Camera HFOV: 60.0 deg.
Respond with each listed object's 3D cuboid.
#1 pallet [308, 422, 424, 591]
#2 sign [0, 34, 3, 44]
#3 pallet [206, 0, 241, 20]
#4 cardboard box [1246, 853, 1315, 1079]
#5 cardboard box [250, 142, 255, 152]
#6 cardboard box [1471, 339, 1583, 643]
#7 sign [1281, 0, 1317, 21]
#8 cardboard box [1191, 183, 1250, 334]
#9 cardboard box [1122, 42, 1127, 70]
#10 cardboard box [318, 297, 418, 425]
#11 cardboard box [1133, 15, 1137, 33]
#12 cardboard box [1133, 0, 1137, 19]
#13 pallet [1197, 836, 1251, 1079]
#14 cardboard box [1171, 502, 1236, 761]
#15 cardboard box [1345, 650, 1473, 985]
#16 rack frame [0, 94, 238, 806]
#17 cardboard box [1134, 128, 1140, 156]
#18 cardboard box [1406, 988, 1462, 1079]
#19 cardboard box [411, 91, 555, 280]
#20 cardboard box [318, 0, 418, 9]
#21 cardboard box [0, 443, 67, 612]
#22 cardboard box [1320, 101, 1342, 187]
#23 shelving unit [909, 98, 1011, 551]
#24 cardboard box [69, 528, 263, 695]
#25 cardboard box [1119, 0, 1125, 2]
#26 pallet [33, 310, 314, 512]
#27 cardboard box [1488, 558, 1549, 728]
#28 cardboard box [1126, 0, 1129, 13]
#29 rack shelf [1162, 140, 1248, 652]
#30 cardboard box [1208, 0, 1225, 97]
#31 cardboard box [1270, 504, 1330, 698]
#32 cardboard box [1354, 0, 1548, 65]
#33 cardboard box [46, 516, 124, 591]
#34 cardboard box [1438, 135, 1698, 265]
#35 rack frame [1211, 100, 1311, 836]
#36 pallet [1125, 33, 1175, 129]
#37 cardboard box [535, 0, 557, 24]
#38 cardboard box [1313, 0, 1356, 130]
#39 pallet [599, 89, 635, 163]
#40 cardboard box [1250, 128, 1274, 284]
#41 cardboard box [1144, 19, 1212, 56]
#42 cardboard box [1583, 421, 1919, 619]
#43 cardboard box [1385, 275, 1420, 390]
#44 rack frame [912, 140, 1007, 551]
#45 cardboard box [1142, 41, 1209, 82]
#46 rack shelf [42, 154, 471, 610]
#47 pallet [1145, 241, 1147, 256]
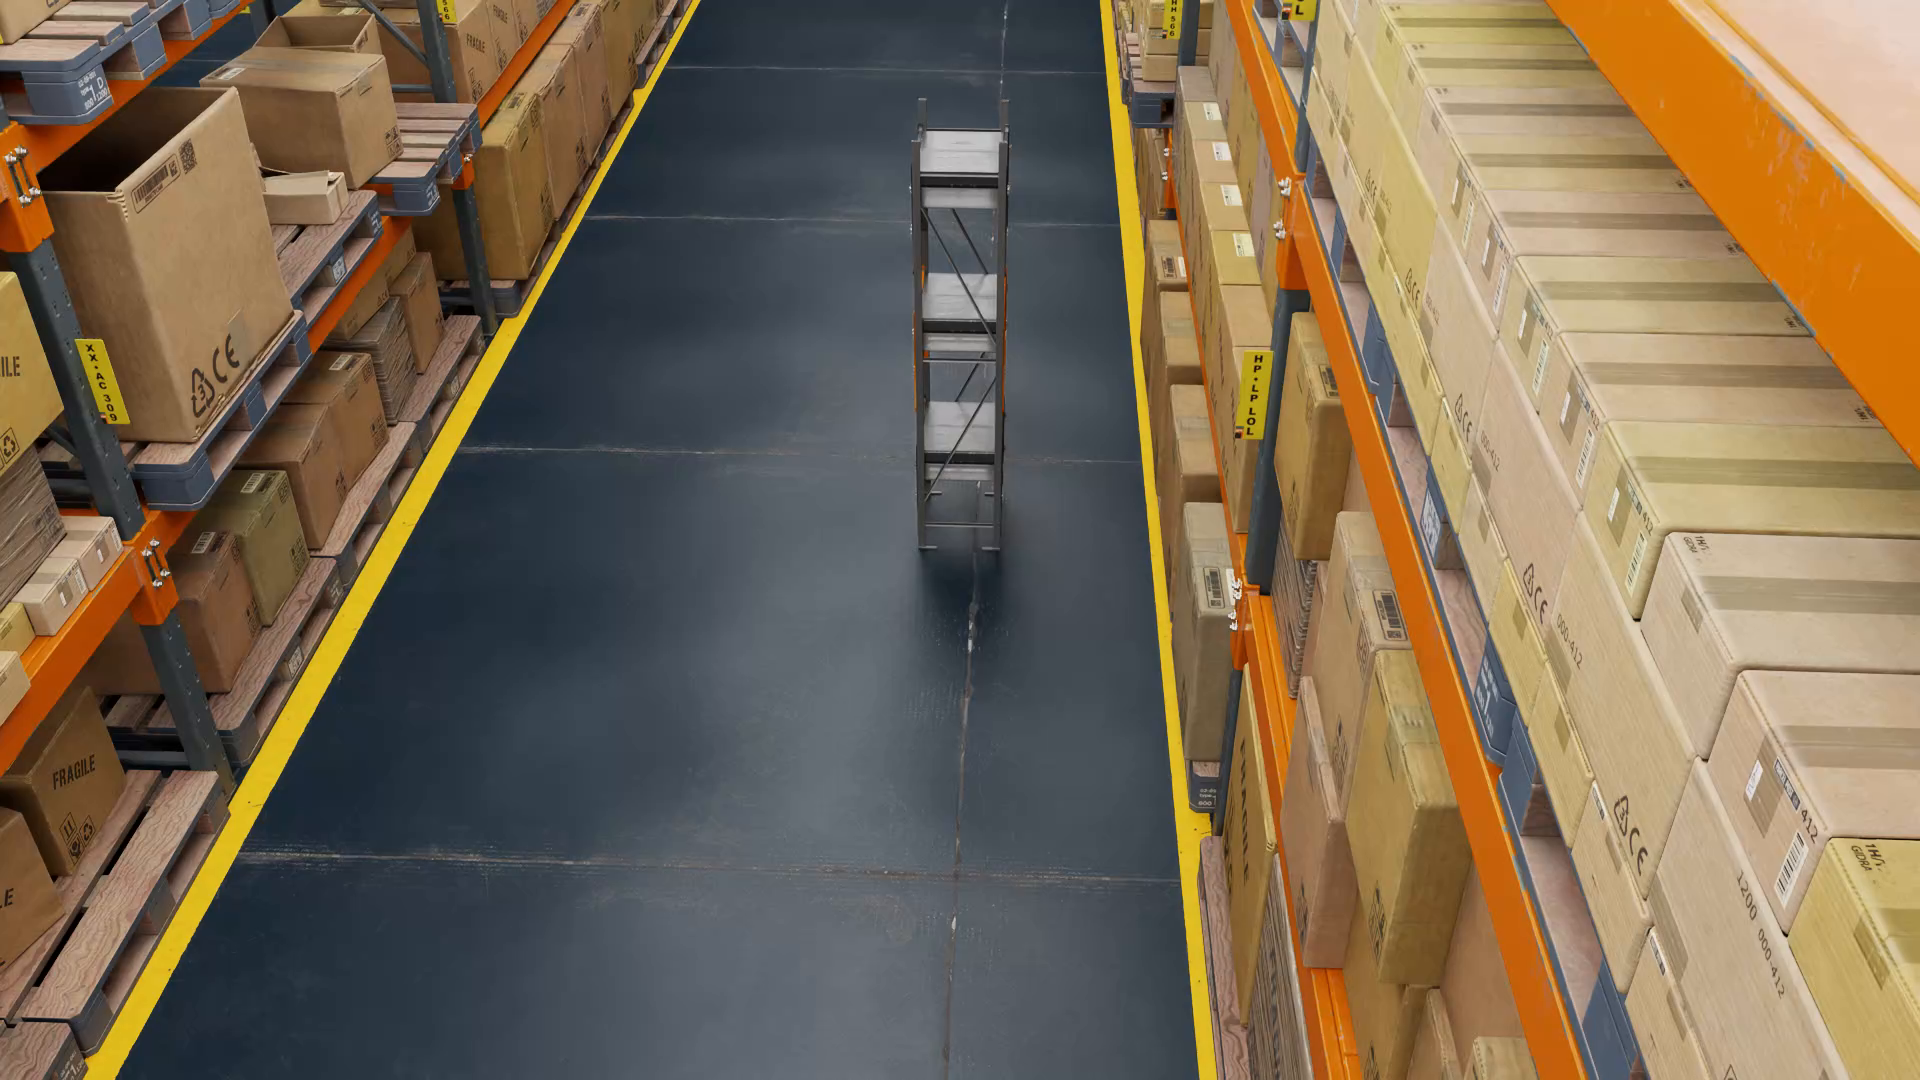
[{"bbox_3d":[-3.382,-0.199,8.350,1.003,0.211,1.213,1,35,2],"label":"pallet"},{"bbox_3d":[-2.916,-1.621,4.889,0.100,0.325,0.005,1,35,2],"label":"sign"},{"bbox_3d":[-3.289,-2.288,6.452,1.213,0.211,1.003,1,35,2],"label":"pallet"},{"bbox_3d":[1.366,1.558,4.907,0.875,0.875,0.875,2,35,2],"label":"cardboard box"},{"bbox_3d":[-3.595,-1.641,7.741,0.500,0.250,0.500,0,35,1],"label":"cardboard box"},{"bbox_3d":[1.115,-0.083,2.570,0.500,0.250,0.500,1,35,2],"label":"cardboard box"},{"bbox_3d":[0.951,-1.592,4.574,0.100,0.325,0.005,1,35,2],"label":"sign"},{"bbox_3d":[1.306,-1.237,7.314,0.500,0.500,0.500,1,35,1],"label":"cardboard box"},{"bbox_3d":[1.490,-3.852,13.237,0.380,0.149,0.250,2,35,2],"label":"cardboard box"},{"bbox_3d":[-3.314,-0.941,8.772,0.700,0.500,0.500,-1,35,-2],"label":"cardboard box"},{"bbox_3d":[1.521,-3.651,11.993,0.500,0.250,0.500,0,35,0],"label":"cardboard box"},{"bbox_3d":[1.259,-3.267,10.143,0.380,0.149,0.250,0,35,0],"label":"cardboard box"},{"bbox_3d":[1.385,1.559,5.849,1.003,0.211,1.213,1,35,2],"label":"pallet"},{"bbox_3d":[1.429,0.373,6.702,1.050,0.750,0.750,1,35,2],"label":"cardboard box"},{"bbox_3d":[1.366,0.621,3.688,0.875,0.550,0.500,1,35,2],"label":"cardboard box"},{"bbox_3d":[-3.458,-0.190,5.912,1.000,3.000,0.127,1,35,2],"label":"rack frame"},{"bbox_3d":[1.501,-3.040,11.776,0.500,0.500,0.500,3,35,4],"label":"cardboard box"},{"bbox_3d":[1.451,1.370,3.562,0.875,0.550,0.550,1,35,2],"label":"cardboard box"},{"bbox_3d":[-3.249,-2.187,10.235,1.225,0.875,0.875,0,35,0],"label":"cardboard box"},{"bbox_3d":[-3.252,-3.359,9.462,0.797,0.503,0.637,2,35,3],"label":"cardboard box"},{"bbox_3d":[-3.538,-0.095,5.431,0.875,0.500,0.500,1,35,2],"label":"cardboard box"},{"bbox_3d":[1.131,-1.004,4.228,0.380,0.149,0.250,1,35,2],"label":"cardboard box"},{"bbox_3d":[0.007,-0.954,7.782,0.431,2.100,0.503,1,35,2],"label":"shelving unit"},{"bbox_3d":[-3.412,0.301,7.005,0.700,0.500,0.500,-1,35,-2],"label":"cardboard box"},{"bbox_3d":[1.586,-4.734,14.492,0.380,0.149,0.250,1,35,2],"label":"cardboard box"},{"bbox_3d":[-3.282,-0.547,6.587,1.003,0.211,1.213,1,35,2],"label":"pallet"},{"bbox_3d":[1.048,0.160,2.571,0.380,0.149,0.250,1,35,1],"label":"cardboard box"},{"bbox_3d":[1.543,-4.364,13.447,0.380,0.149,0.250,1,35,1],"label":"cardboard box"},{"bbox_3d":[1.574,-0.872,7.508,1.077,0.370,4.000,1,35,2],"label":"rack shelf"},{"bbox_3d":[1.626,-2.508,8.253,0.700,0.500,0.500,1,35,2],"label":"cardboard box"},{"bbox_3d":[1.491,0.134,5.321,0.875,0.550,0.550,1,35,2],"label":"cardboard box"},{"bbox_3d":[1.120,-1.187,3.795,0.380,0.149,0.250,1,35,1],"label":"cardboard box"},{"bbox_3d":[-3.173,0.043,5.798,0.380,0.149,0.250,1,35,2],"label":"cardboard box"},{"bbox_3d":[1.078,-0.605,2.967,0.380,0.149,0.250,1,35,2],"label":"cardboard box"},{"bbox_3d":[1.493,-0.017,5.666,1.000,3.000,0.127,1,35,2],"label":"rack frame"},{"bbox_3d":[1.576,-2.649,9.577,1.213,0.211,1.003,1,35,2],"label":"pallet"},{"bbox_3d":[-2.949,-3.680,10.790,0.500,0.500,0.500,1,35,2],"label":"cardboard box"},{"bbox_3d":[1.194,-1.243,4.221,0.500,0.250,0.500,2,35,2],"label":"cardboard box"},{"bbox_3d":[-3.093,-3.200,12.620,1.003,0.211,1.213,1,35,2],"label":"pallet"},{"bbox_3d":[1.547,-1.339,6.589,0.700,0.500,0.500,2,35,2],"label":"cardboard box"},{"bbox_3d":[1.219,-2.801,9.221,0.380,0.149,0.250,2,35,3],"label":"cardboard box"},{"bbox_3d":[1.038,-0.023,2.139,0.380,0.149,0.250,2,35,3],"label":"cardboard box"},{"bbox_3d":[1.090,-0.421,3.399,0.380,0.149,0.250,1,35,2],"label":"cardboard box"},{"bbox_3d":[-0.003,-0.814,7.582,0.400,2.100,0.015,1,35,2],"label":"rack frame"},{"bbox_3d":[1.215,-2.679,9.306,0.380,0.149,0.250,2,35,3],"label":"cardboard box"},{"bbox_3d":[-3.378,-1.045,7.753,1.077,0.370,4.000,1,35,2],"label":"rack shelf"},{"bbox_3d":[1.687,-1.624,10.376,1.003,0.211,1.213,1,35,2],"label":"pallet"}]
